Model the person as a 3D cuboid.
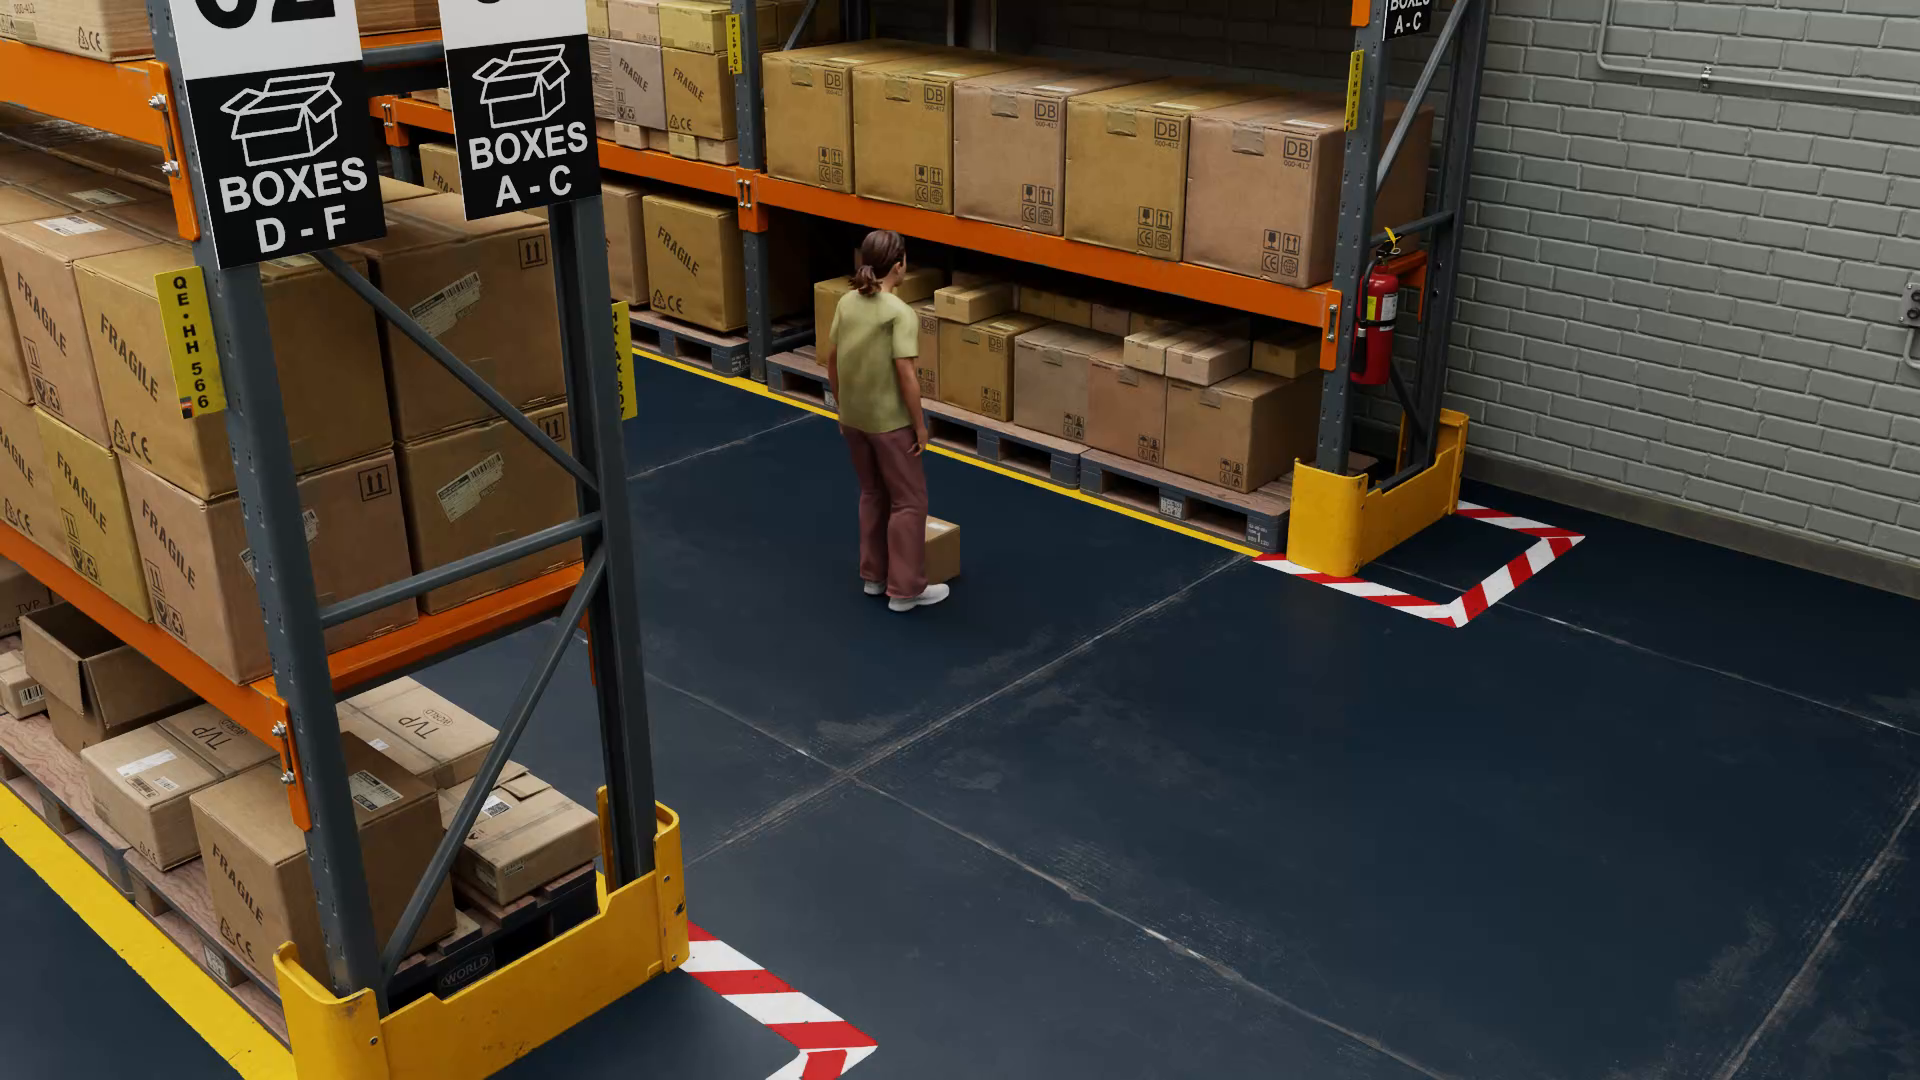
[{"bbox_3d":[-0.316,-0.524,7.282,0.506,1.671,0.416,18,30,35],"label":"person"}]
